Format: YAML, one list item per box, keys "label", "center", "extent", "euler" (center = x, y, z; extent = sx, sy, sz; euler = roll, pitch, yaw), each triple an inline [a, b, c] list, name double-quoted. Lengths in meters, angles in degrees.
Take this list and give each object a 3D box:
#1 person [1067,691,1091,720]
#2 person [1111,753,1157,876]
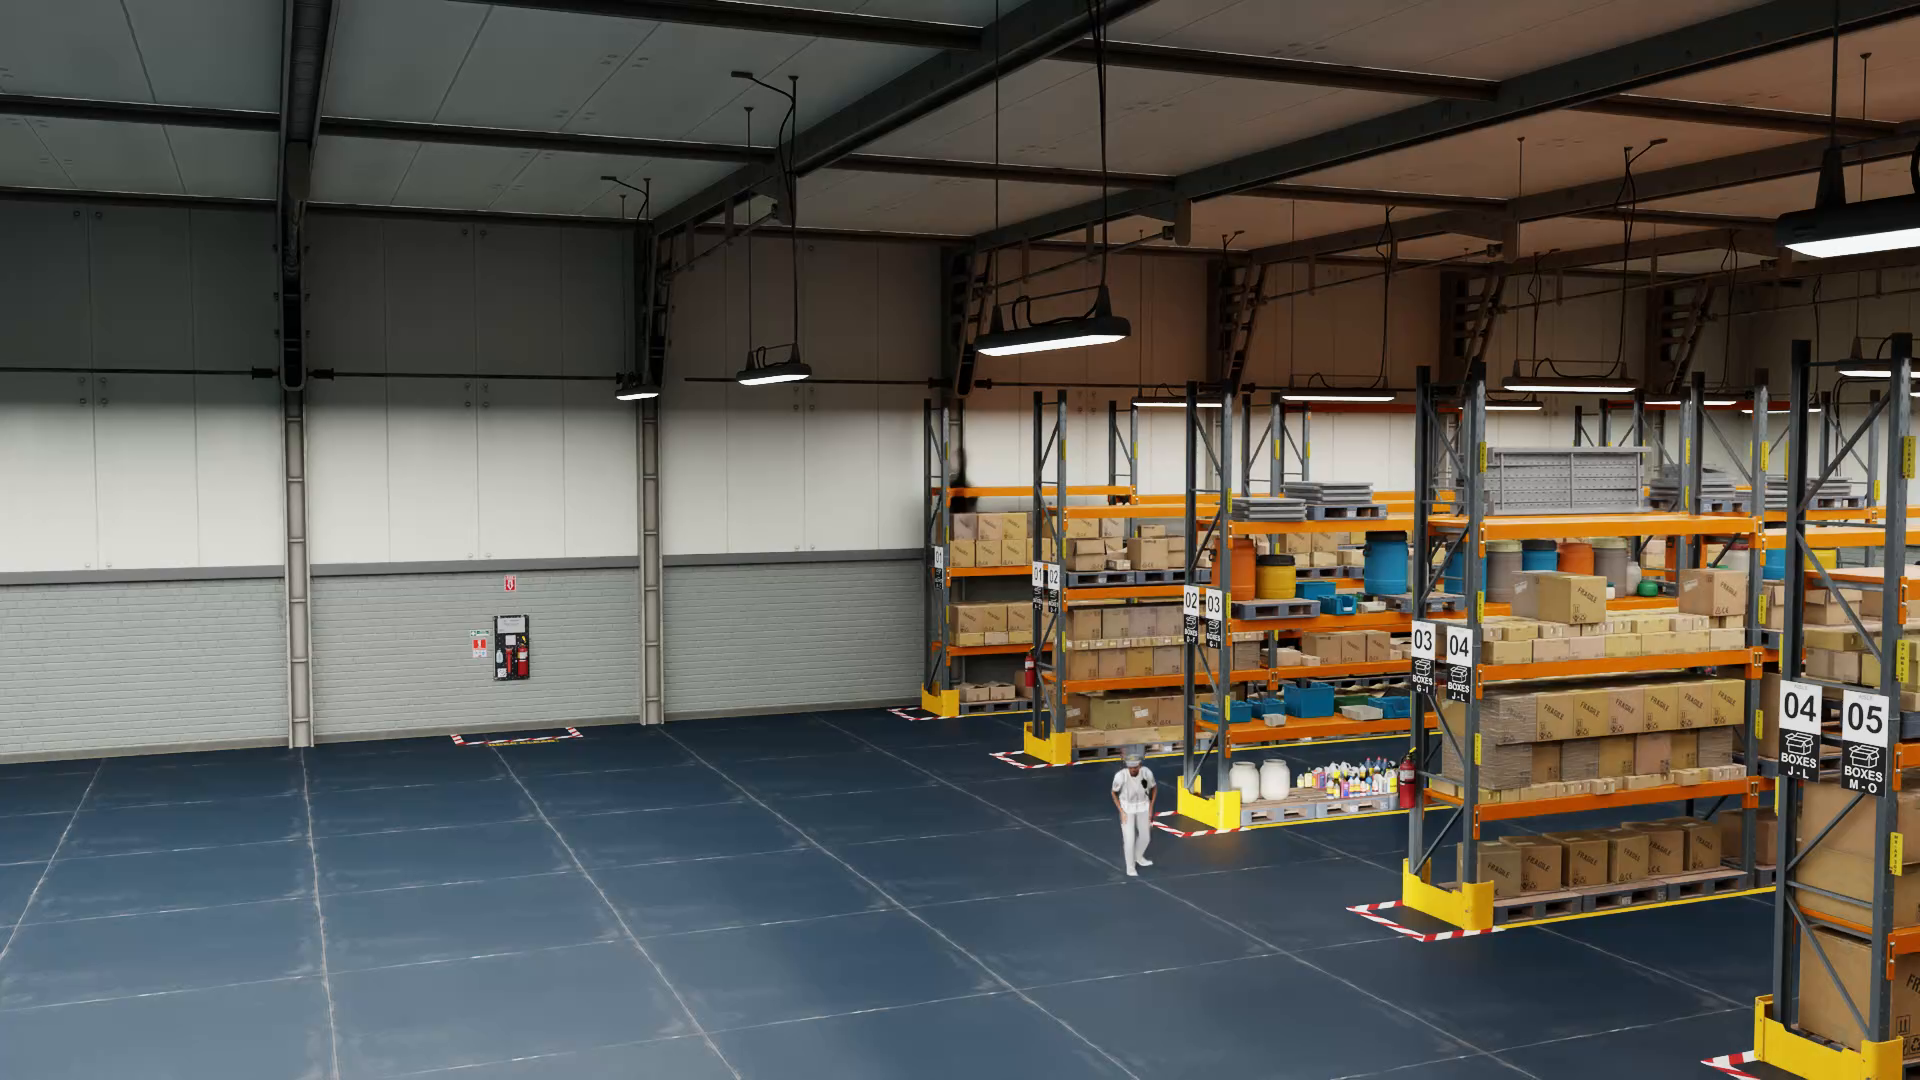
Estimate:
- label: "person"
  center: [2.080, 2.503, 29.719]
  extent: [0.881, 1.747, 0.683]
  euler: [-2, 4, -34]
- label: "person"
  center: [2.095, 3.241, 19.872]
  extent: [0.623, 1.515, 0.861]
  euler: [-1, 3, -12]
